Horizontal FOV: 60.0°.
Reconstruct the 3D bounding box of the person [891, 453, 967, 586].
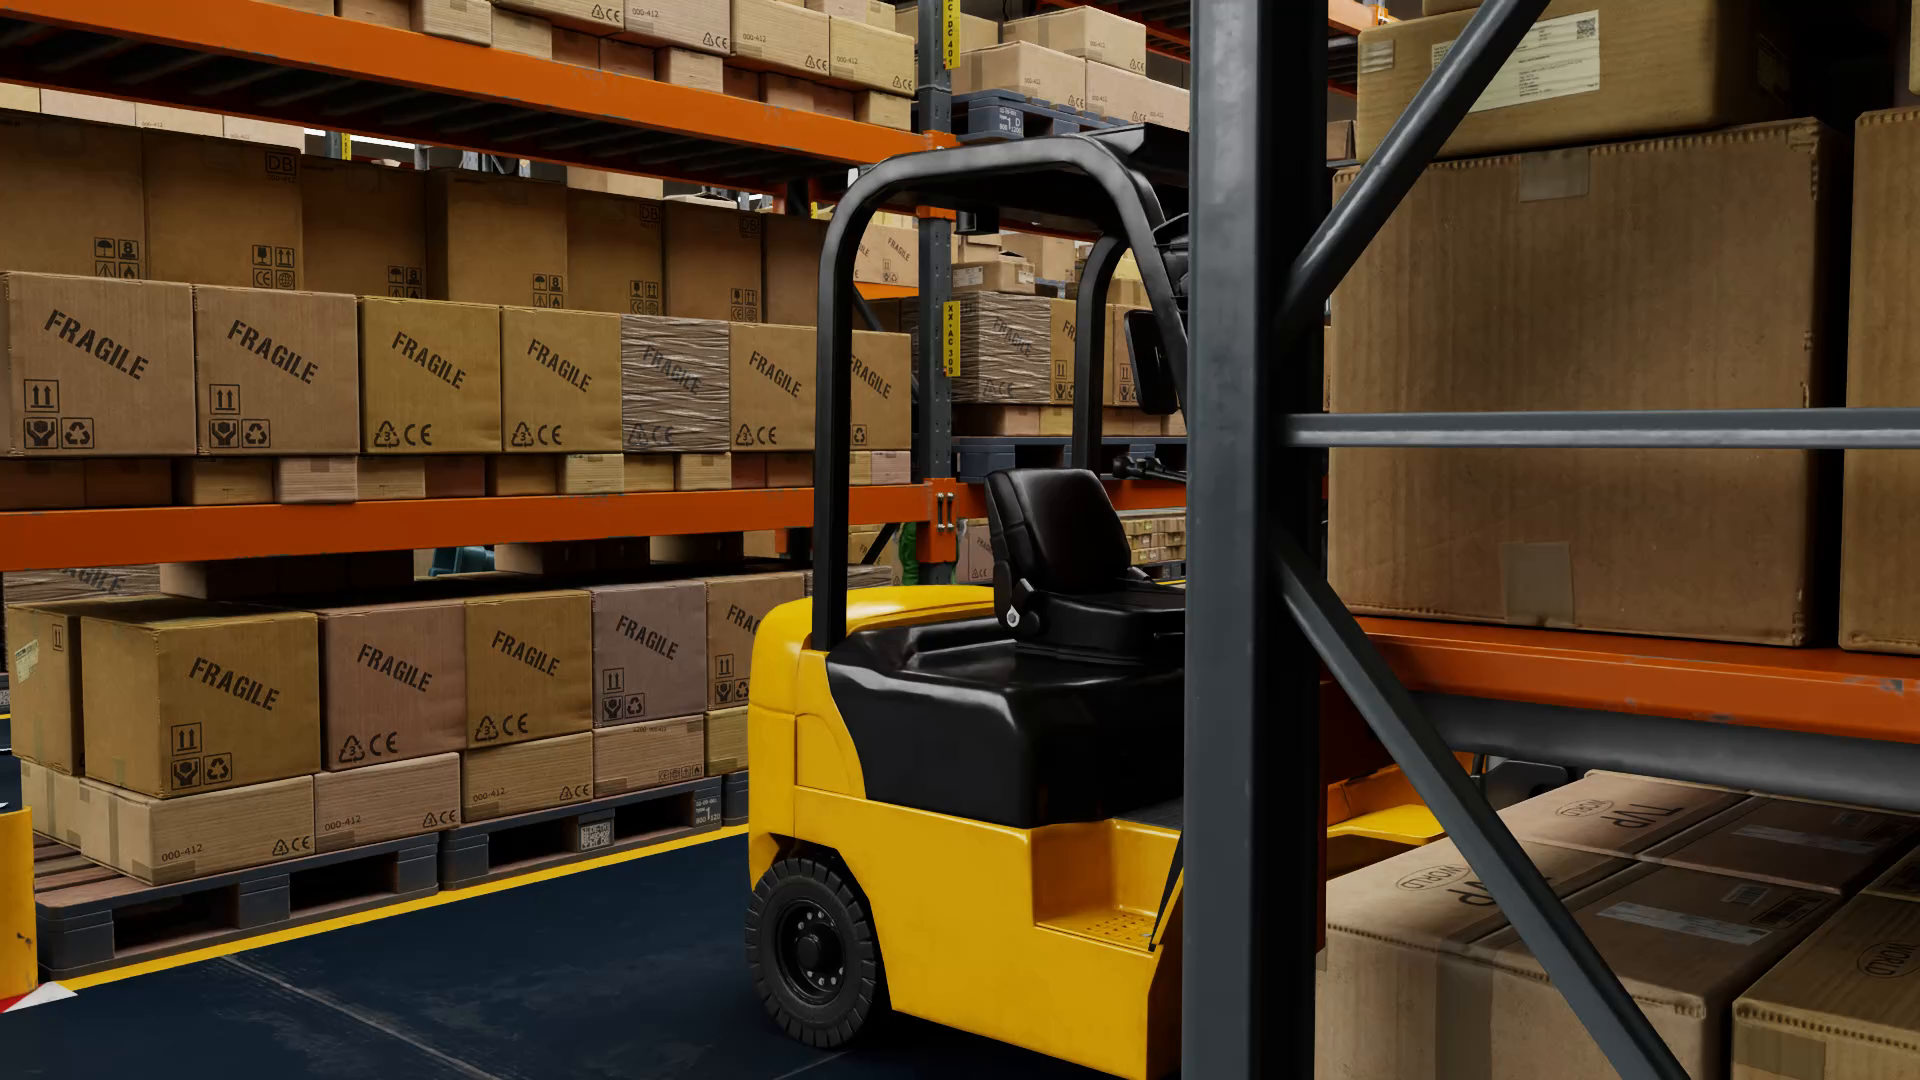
[{"bbox_3d":[-0.231,-0.022,12.239,0.572,1.547,0.572,0,4,5],"label":"person"}]
